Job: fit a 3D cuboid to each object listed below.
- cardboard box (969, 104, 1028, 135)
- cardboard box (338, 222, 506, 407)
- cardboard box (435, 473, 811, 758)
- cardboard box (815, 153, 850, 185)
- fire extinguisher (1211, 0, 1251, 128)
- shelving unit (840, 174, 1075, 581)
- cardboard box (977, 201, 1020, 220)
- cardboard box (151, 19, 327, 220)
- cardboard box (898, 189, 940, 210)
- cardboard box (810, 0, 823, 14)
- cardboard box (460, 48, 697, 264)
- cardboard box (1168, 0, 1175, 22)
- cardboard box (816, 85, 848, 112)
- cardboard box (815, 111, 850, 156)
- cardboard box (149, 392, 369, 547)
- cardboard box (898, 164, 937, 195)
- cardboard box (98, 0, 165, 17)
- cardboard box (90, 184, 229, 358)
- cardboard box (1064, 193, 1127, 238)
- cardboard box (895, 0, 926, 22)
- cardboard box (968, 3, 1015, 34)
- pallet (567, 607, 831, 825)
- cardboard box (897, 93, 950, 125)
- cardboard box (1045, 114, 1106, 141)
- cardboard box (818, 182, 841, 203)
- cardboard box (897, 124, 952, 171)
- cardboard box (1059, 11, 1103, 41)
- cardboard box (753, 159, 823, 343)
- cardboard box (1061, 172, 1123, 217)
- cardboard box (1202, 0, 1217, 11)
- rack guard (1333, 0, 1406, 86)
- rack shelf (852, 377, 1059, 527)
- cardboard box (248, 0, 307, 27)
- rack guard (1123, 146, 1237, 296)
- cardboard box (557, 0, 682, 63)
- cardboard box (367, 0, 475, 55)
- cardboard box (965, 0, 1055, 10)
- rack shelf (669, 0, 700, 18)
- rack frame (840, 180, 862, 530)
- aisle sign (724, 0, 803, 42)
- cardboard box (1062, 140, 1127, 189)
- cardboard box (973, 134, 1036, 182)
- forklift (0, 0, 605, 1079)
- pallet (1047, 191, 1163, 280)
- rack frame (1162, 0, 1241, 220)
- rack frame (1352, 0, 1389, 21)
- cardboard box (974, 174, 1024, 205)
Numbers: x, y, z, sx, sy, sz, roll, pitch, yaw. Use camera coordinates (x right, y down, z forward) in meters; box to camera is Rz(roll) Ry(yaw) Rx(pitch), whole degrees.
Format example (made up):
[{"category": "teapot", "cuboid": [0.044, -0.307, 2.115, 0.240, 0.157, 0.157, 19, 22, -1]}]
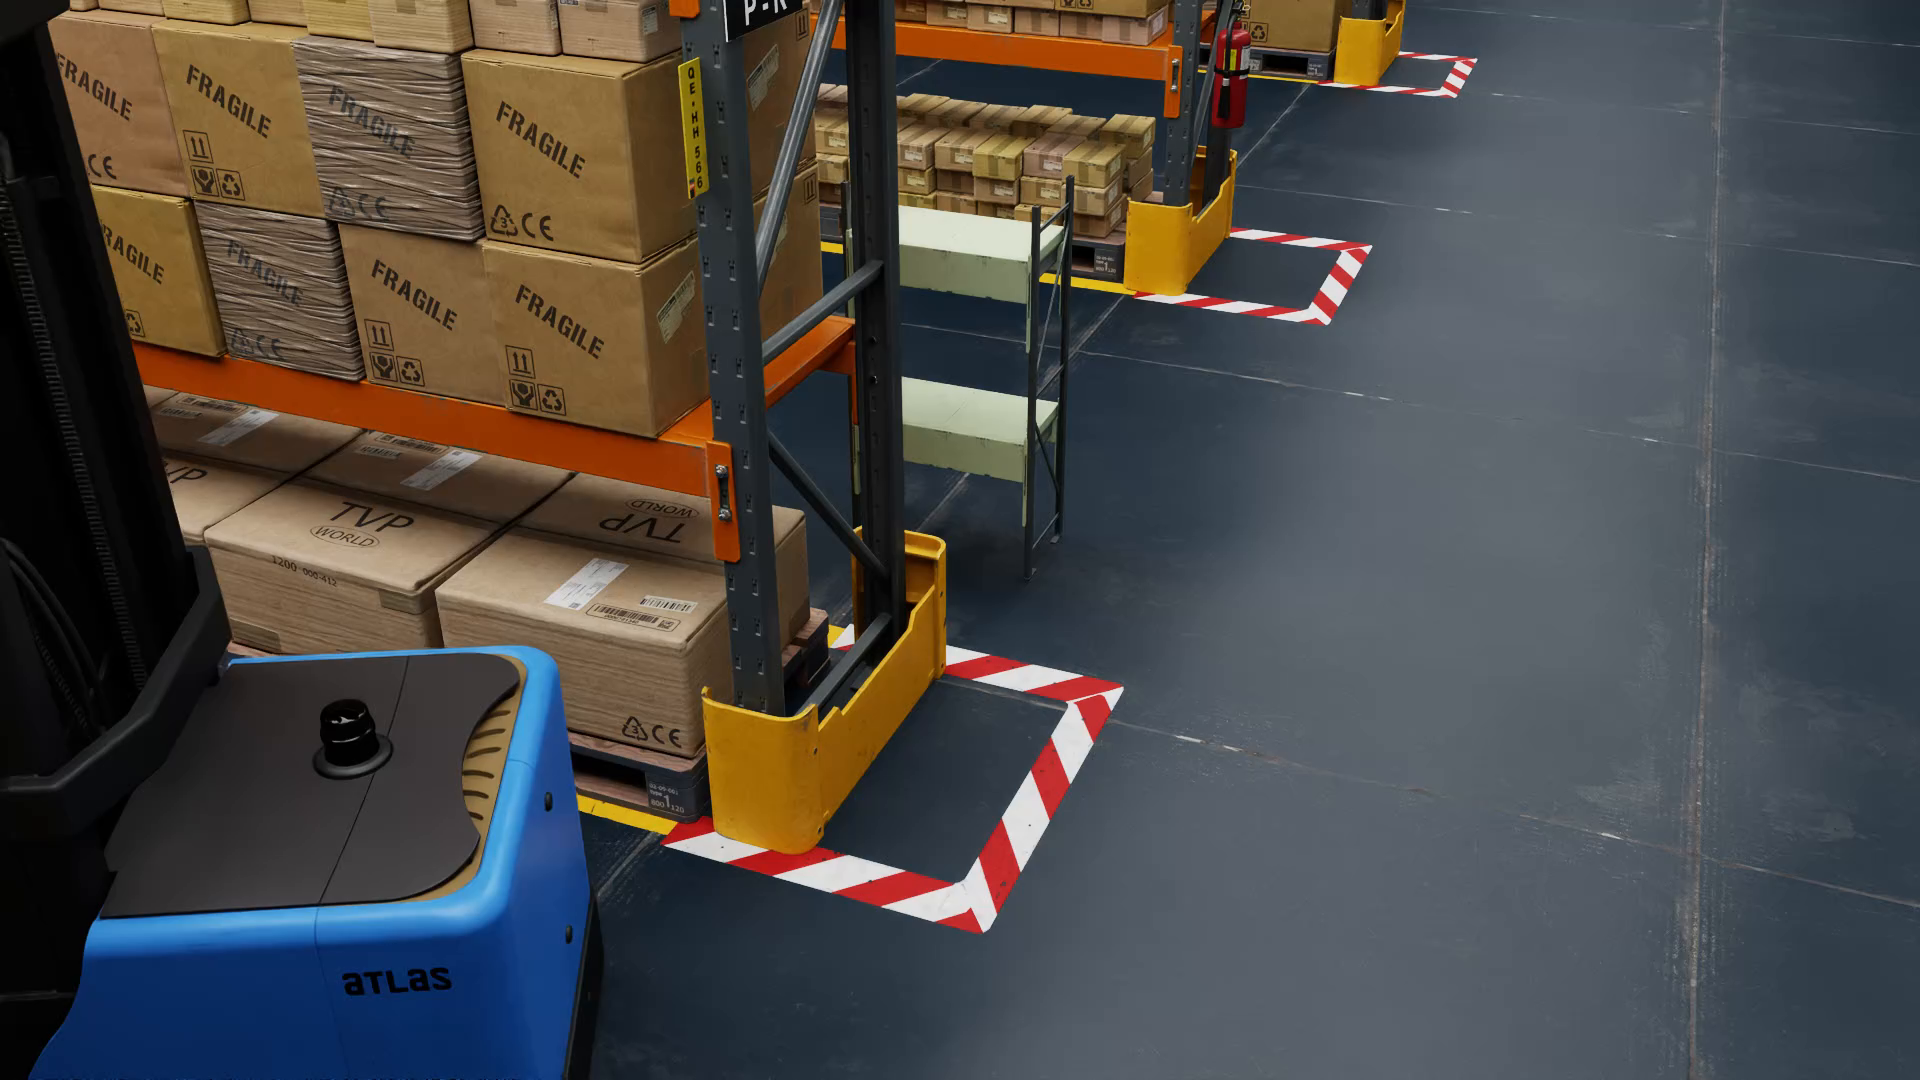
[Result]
[{"category": "cardboard box", "cuboid": [0.232, -2.478, 9.952, 0.250, 0.149, 0.380, 10, 31, 17]}, {"category": "cardboard box", "cuboid": [-1.436, -0.752, 4.931, 0.500, 0.500, 0.500, 11, 31, 18]}, {"category": "cardboard box", "cuboid": [-1.079, 0.215, 5.497, 0.875, 0.438, 0.875, 10, 31, 17]}, {"category": "cardboard box", "cuboid": [-0.722, -2.235, 9.823, 0.250, 0.149, 0.380, 12, 31, 20]}, {"category": "fire extinguisher", "cuboid": [1.397, -2.463, 8.517, 0.183, 0.674, 0.296, 11, 31, 19]}, {"category": "shelving unit", "cuboid": [-0.006, -0.654, 6.383, 0.755, 1.500, 0.431, 11, 31, 19]}, {"category": "cardboard box", "cuboid": [0.282, -1.950, 9.622, 0.250, 0.149, 0.380, 11, 31, 19]}, {"category": "cardboard box", "cuboid": [-1.919, -1.276, 4.842, 0.500, 0.500, 0.500, 11, 31, 19]}, {"category": "cardboard box", "cuboid": [-0.211, -2.008, 9.725, 0.250, 0.149, 0.380, 10, 31, 17]}, {"category": "cardboard box", "cuboid": [-0.725, -3.095, 9.433, 0.250, 0.149, 0.380, 13, 32, 21]}, {"category": "cardboard box", "cuboid": [-0.967, -1.100, 4.530, 0.500, 0.500, 0.500, 12, 32, 21]}, {"category": "cardboard box", "cuboid": [1.160, -3.016, 9.294, 0.250, 0.149, 0.380, 11, 31, 19]}, {"category": "cardboard box", "cuboid": [-0.706, -2.702, 10.348, 0.250, 0.149, 0.380, 10, 31, 17]}, {"category": "cardboard box", "cuboid": [-0.690, -2.398, 9.810, 0.250, 0.149, 0.380, 11, 31, 19]}, {"category": "cardboard box", "cuboid": [-2.766, -0.118, 6.087, 0.875, 0.438, 0.875, 10, 31, 18]}, {"category": "cardboard box", "cuboid": [-0.226, -2.140, 9.656, 0.250, 0.149, 0.380, 12, 32, 20]}, {"category": "cardboard box", "cuboid": [-2.277, -1.645, 4.835, 0.250, 0.149, 0.380, 12, 32, 21]}, {"category": "cardboard box", "cuboid": [-2.400, -0.933, 5.250, 0.500, 0.500, 0.500, 12, 32, 21]}, {"category": "cardboard box", "cuboid": [0.771, -1.860, 9.463, 0.250, 0.149, 0.380, 12, 32, 20]}, {"category": "cardboard box", "cuboid": [-0.232, -3.017, 9.294, 0.250, 0.149, 0.380, 10, 31, 17]}, {"category": "cardboard box", "cuboid": [0.229, -2.878, 9.048, 0.250, 0.149, 0.380, 12, 32, 20]}, {"category": "pallet", "cuboid": [-1.201, 0.461, 5.720, 1.213, 0.211, 1.003, 11, 31, 19]}, {"category": "cardboard box", "cuboid": [-0.248, -2.603, 10.173, 0.250, 0.149, 0.380, 12, 32, 20]}, {"category": "cardboard box", "cuboid": [0.679, -2.365, 9.752, 0.250, 0.149, 0.380, 12, 32, 20]}, {"category": "cardboard box", "cuboid": [-0.663, -2.149, 9.974, 0.250, 0.149, 0.380, 12, 32, 21]}, {"category": "cardboard box", "cuboid": [-0.234, -2.263, 9.572, 0.250, 0.149, 0.380, 12, 32, 21]}, {"category": "cardboard box", "cuboid": [0.712, -2.802, 8.913, 0.250, 0.149, 0.380, 11, 31, 19]}, {"category": "cardboard box", "cuboid": [-0.767, -0.904, 5.199, 0.500, 0.500, 0.500, 11, 31, 19]}, {"category": "cardboard box", "cuboid": [0.741, -1.955, 9.329, 0.250, 0.149, 0.380, 10, 31, 18]}, {"category": "cardboard box", "cuboid": [1.829, -4.667, 13.692, 0.875, 0.875, 0.875, 11, 31, 19]}, {"category": "rack guard", "cuboid": [3.318, -4.067, 13.437, 0.348, 0.500, 1.175, 11, 31, 19]}, {"category": "rack shelf", "cuboid": [-0.006, -0.370, 6.544, 0.720, 0.370, 0.431, 11, 31, 19]}, {"category": "cardboard box", "cuboid": [-1.787, -1.568, 4.699, 0.250, 0.149, 0.380, 11, 31, 19]}, {"category": "rack guard", "cuboid": [1.267, -1.842, 9.501, 0.348, 0.500, 1.175, 11, 31, 19]}, {"category": "cardboard box", "cuboid": [-0.838, -1.377, 4.361, 0.250, 0.149, 0.380, 12, 32, 20]}, {"category": "cardboard box", "cuboid": [-1.353, -1.422, 4.441, 0.250, 0.149, 0.380, 11, 31, 19]}, {"category": "cardboard box", "cuboid": [0.349, -3.153, 8.876, 0.500, 0.500, 0.500, 11, 31, 18]}, {"category": "rack shelf", "cuboid": [-2.284, -2.003, 4.929, 4.000, 0.370, 1.077, 11, 31, 19]}, {"category": "rack frame", "cuboid": [-0.345, -0.722, 6.503, 0.023, 1.500, 0.400, 11, 31, 19]}, {"category": "aisle sign", "cuboid": [-0.480, -1.618, 3.922, 0.004, 0.787, 0.394, 11, 31, 19]}, {"category": "cardboard box", "cuboid": [0.751, -2.099, 9.282, 0.250, 0.149, 0.380, 12, 32, 20]}, {"category": "cardboard box", "cuboid": [0.252, -2.162, 9.393, 0.250, 0.149, 0.380, 11, 31, 18]}, {"category": "forklift", "cuboid": [-2.447, 0.211, 3.398, 3.031, 2.935, 1.130, -3, 30, -4]}, {"category": "pallet", "cuboid": [0.527, -1.883, 9.867, 1.213, 0.211, 1.003, 11, 31, 19]}, {"category": "rack frame", "cuboid": [1.337, -2.916, 8.861, 0.127, 3.000, 1.000, 11, 31, 19]}, {"category": "rack frame", "cuboid": [3.296, -5.159, 12.829, 0.127, 3.000, 1.000, 11, 31, 19]}, {"category": "cardboard box", "cuboid": [0.259, -2.050, 9.497, 0.250, 0.149, 0.380, 10, 31, 17]}]
